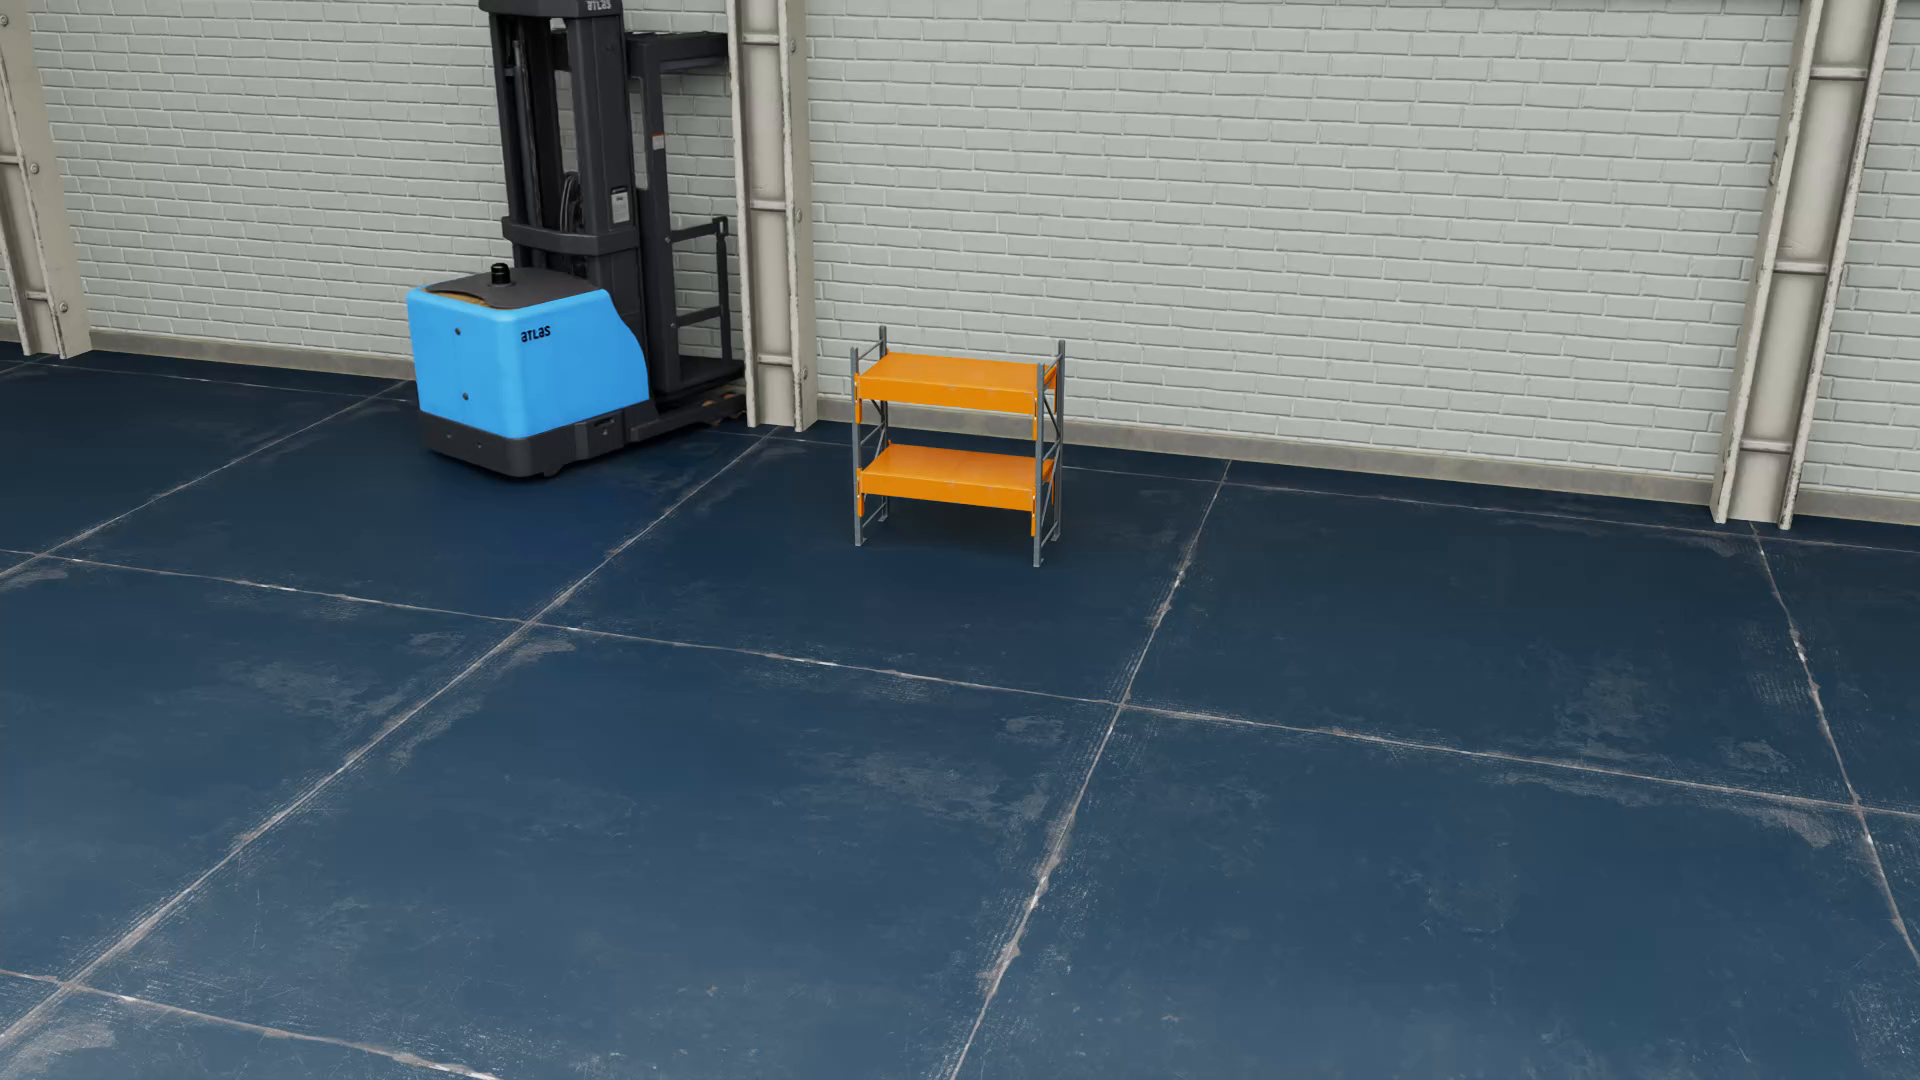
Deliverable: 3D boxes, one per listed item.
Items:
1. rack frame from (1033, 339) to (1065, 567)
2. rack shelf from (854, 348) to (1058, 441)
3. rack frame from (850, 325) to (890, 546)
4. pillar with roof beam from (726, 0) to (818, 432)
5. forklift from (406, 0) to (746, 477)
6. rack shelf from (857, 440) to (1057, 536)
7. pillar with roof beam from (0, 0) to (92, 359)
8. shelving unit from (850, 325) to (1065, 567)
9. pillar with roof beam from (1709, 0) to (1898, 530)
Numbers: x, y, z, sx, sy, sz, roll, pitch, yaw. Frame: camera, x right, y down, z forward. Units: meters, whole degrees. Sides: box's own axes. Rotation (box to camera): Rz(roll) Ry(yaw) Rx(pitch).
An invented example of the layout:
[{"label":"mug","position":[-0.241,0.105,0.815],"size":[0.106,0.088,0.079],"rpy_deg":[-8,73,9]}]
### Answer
[{"label":"rack frame","position":[0.480,-0.465,8.922],"size":[0.032,1.125,0.500],"rpy_deg":[7,23,16]},{"label":"rack shelf","position":[-0.006,-0.792,8.947],"size":[1.000,0.278,0.538],"rpy_deg":[7,23,16]},{"label":"rack frame","position":[-0.493,-0.577,9.194],"size":[0.032,1.125,0.500],"rpy_deg":[7,23,16]},{"label":"pillar with roof beam","position":[-2.433,-3.393,5.684],"size":[0.400,9.000,9.100],"rpy_deg":[7,23,16]},{"label":"forklift","position":[-2.112,-2.226,10.834],"size":[1.130,2.935,3.031],"rpy_deg":[17,28,35]},{"label":"rack shelf","position":[-0.006,-0.295,9.151],"size":[1.000,0.278,0.538],"rpy_deg":[7,23,16]},{"label":"pillar with roof beam","position":[-8.177,-4.050,7.287],"size":[0.400,9.000,9.100],"rpy_deg":[7,23,16]},{"label":"shelving unit","position":[-0.006,-0.521,9.058],"size":[1.048,1.125,0.538],"rpy_deg":[7,23,16]},{"label":"pillar with roof beam","position":[3.311,-2.735,4.080],"size":[0.400,9.000,9.100],"rpy_deg":[7,23,16]}]
